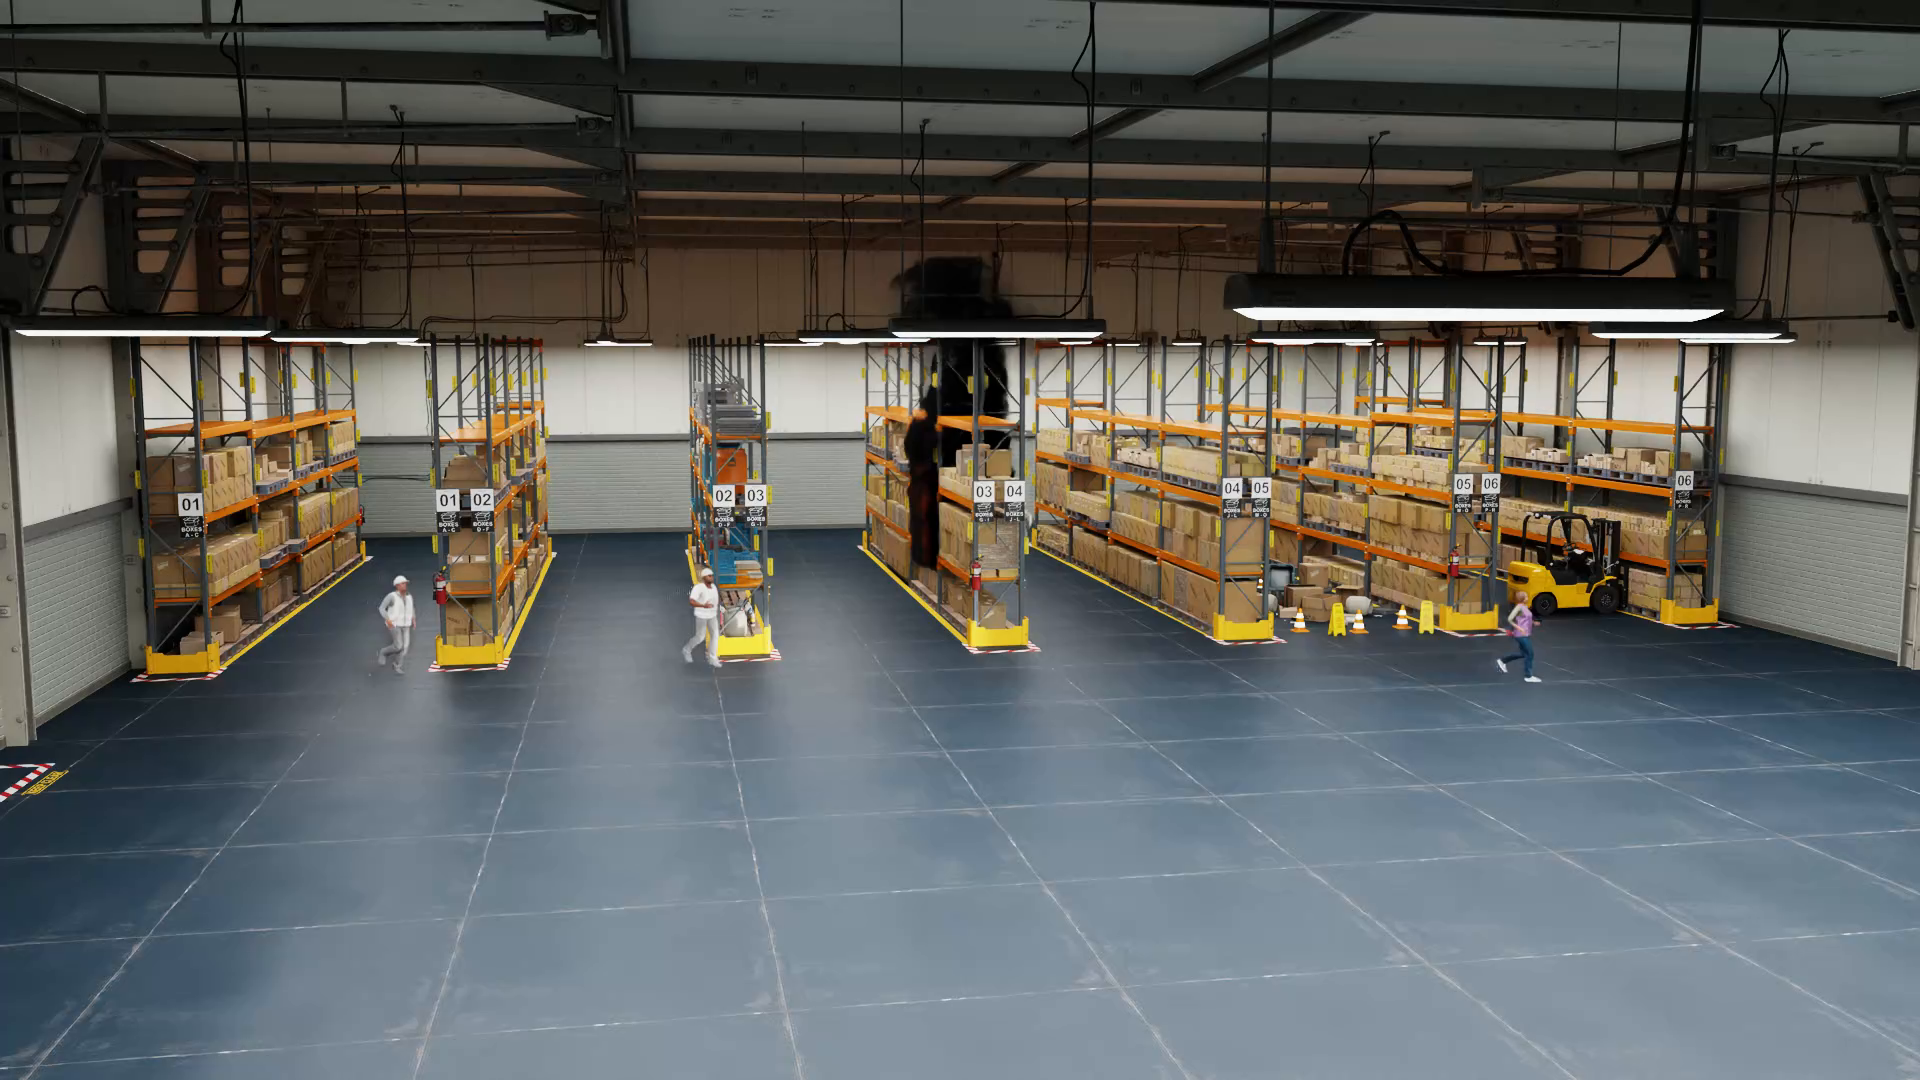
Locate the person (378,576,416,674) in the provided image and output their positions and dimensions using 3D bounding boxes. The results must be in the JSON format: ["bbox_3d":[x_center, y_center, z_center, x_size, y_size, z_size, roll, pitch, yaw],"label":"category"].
[{"bbox_3d":[-9.947,1.496,29.567,0.640,1.703,0.698,5,8,37],"label":"person"}]

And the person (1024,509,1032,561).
[{"bbox_3d":[1.652,-0.263,44.922,0.619,1.693,0.833,-1,7,-5],"label":"person"}]

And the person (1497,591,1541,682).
[{"bbox_3d":[9.677,1.653,28.750,0.791,1.567,0.548,4,8,33],"label":"person"}]

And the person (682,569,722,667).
[{"bbox_3d":[-4.613,1.389,30.117,0.929,1.760,0.713,5,8,38],"label":"person"}]
